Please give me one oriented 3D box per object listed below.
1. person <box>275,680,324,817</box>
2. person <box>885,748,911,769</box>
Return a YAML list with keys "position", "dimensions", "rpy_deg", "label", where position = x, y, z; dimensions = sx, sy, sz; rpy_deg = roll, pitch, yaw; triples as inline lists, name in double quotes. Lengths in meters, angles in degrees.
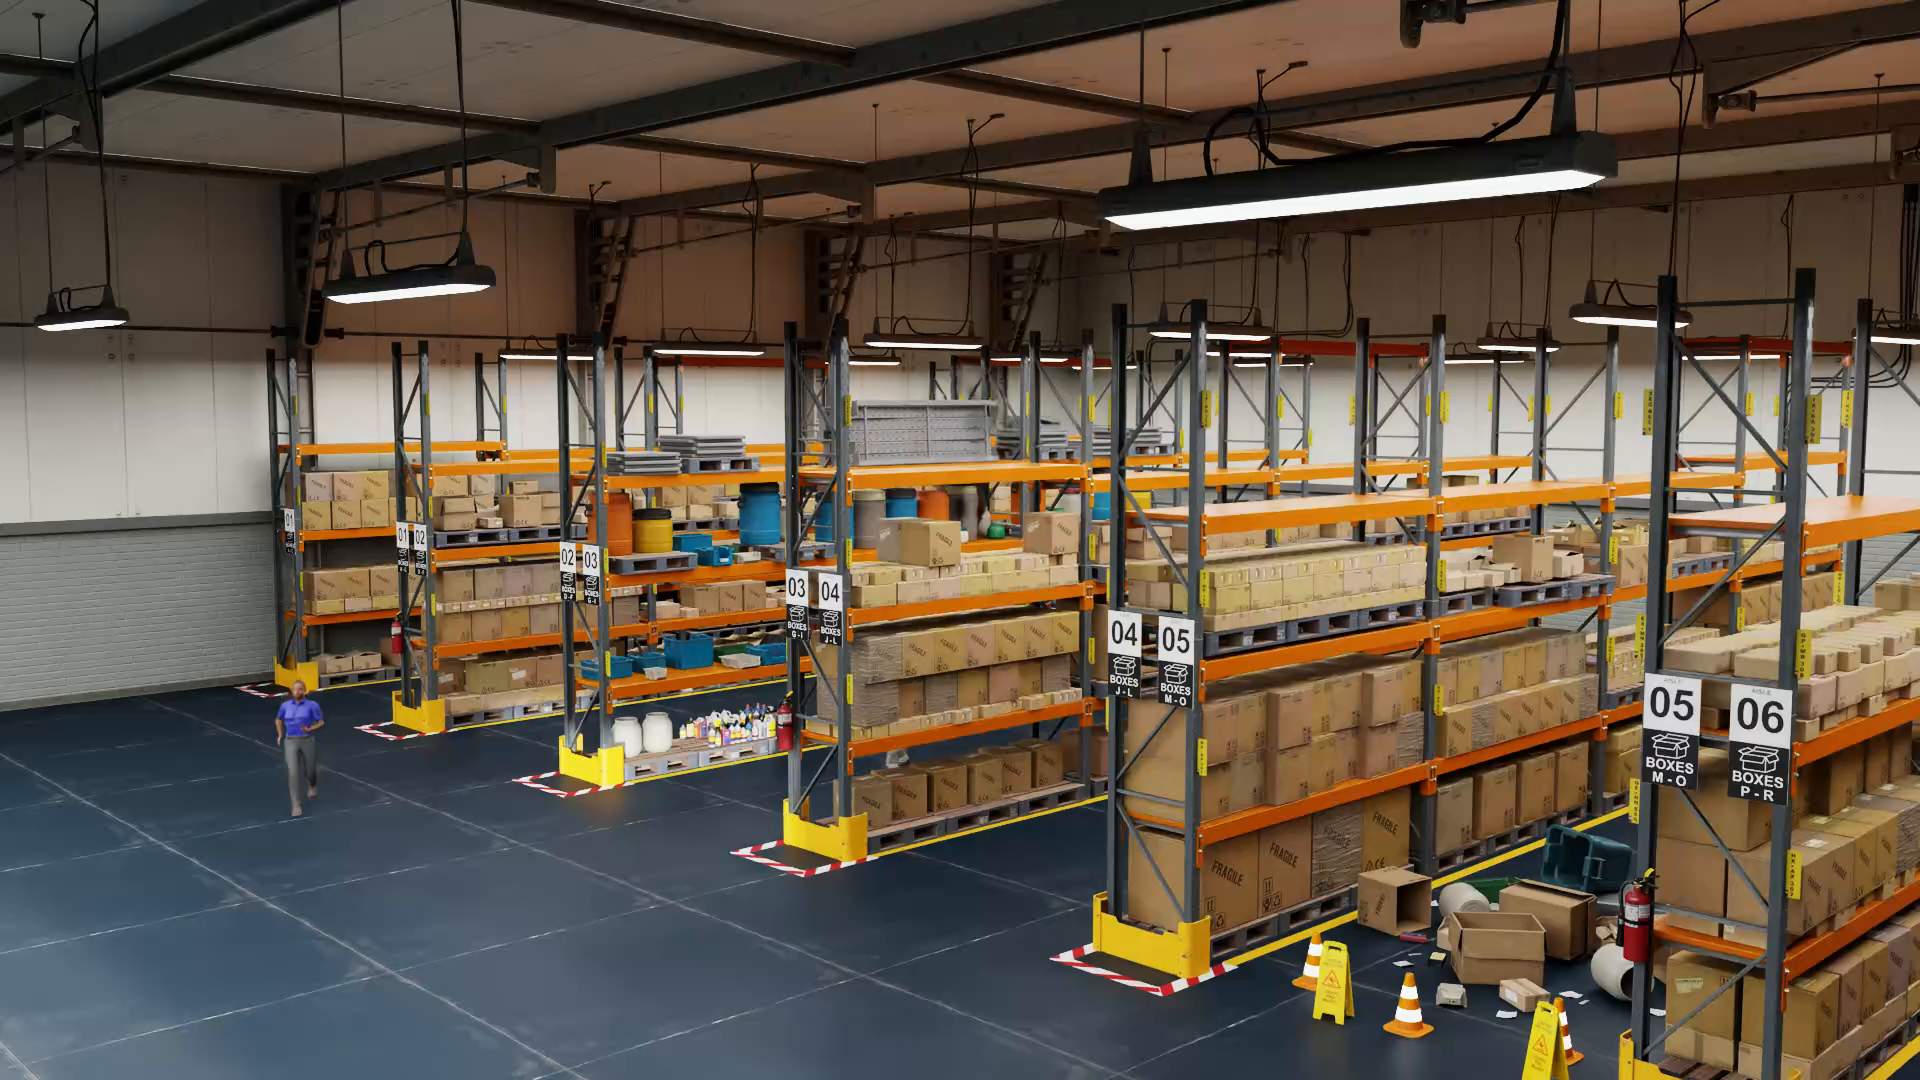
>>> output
- position: [-8.218, 2.553, 20.705]
  dimensions: [0.587, 1.626, 0.871]
  rpy_deg: [-1, 5, -15]
  label: "person"
- position: [-0.848, 2.388, 21.746]
  dimensions: [0.613, 1.823, 0.893]
  rpy_deg: [4, 6, 38]
  label: "person"
